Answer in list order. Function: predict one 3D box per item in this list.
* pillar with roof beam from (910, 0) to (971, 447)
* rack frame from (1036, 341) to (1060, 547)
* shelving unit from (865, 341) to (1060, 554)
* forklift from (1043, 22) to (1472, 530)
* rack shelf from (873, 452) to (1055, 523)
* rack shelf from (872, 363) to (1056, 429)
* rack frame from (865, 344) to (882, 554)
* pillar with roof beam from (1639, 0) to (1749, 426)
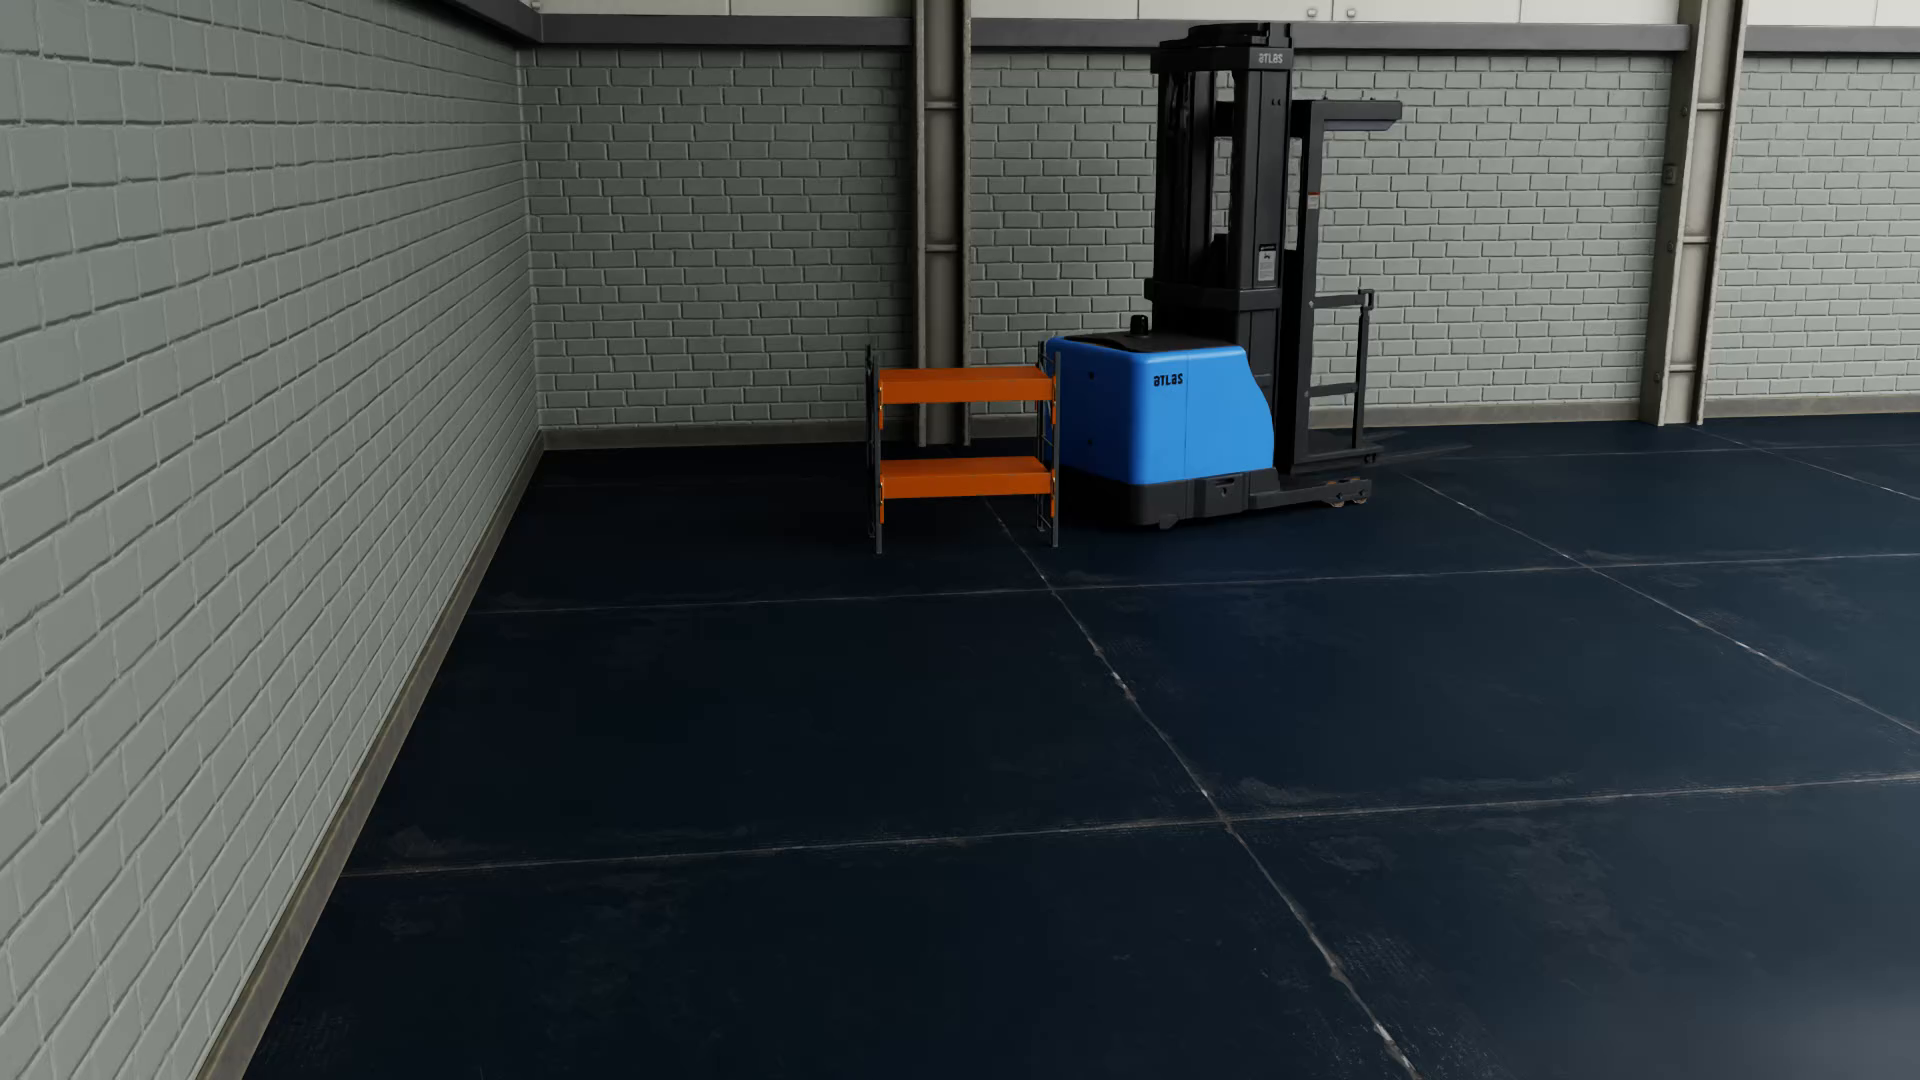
[{"bbox_3d":[0.500,-4.077,7.478,0.400,9.000,9.100,-2,14,-8],"label":"pillar with roof beam"},{"bbox_3d":[0.509,-0.564,9.659,0.032,1.125,0.500,-2,14,-8],"label":"rack frame"},{"bbox_3d":[0.007,-0.546,9.586,1.048,1.125,0.538,-2,14,-8],"label":"shelving unit"},{"bbox_3d":[2.041,-1.727,10.584,3.031,2.935,1.130,-8,16,-30],"label":"forklift"},{"bbox_3d":[0.007,-0.309,9.645,1.000,0.278,0.538,-2,14,-8],"label":"rack shelf"},{"bbox_3d":[0.007,-0.830,9.515,1.000,0.278,0.538,-2,14,-8],"label":"rack shelf"},{"bbox_3d":[-0.496,-0.527,9.513,0.032,1.125,0.500,-2,14,-8],"label":"rack frame"},{"bbox_3d":[6.433,-4.294,8.345,0.400,9.000,9.100,-2,14,-8],"label":"pillar with roof beam"}]
